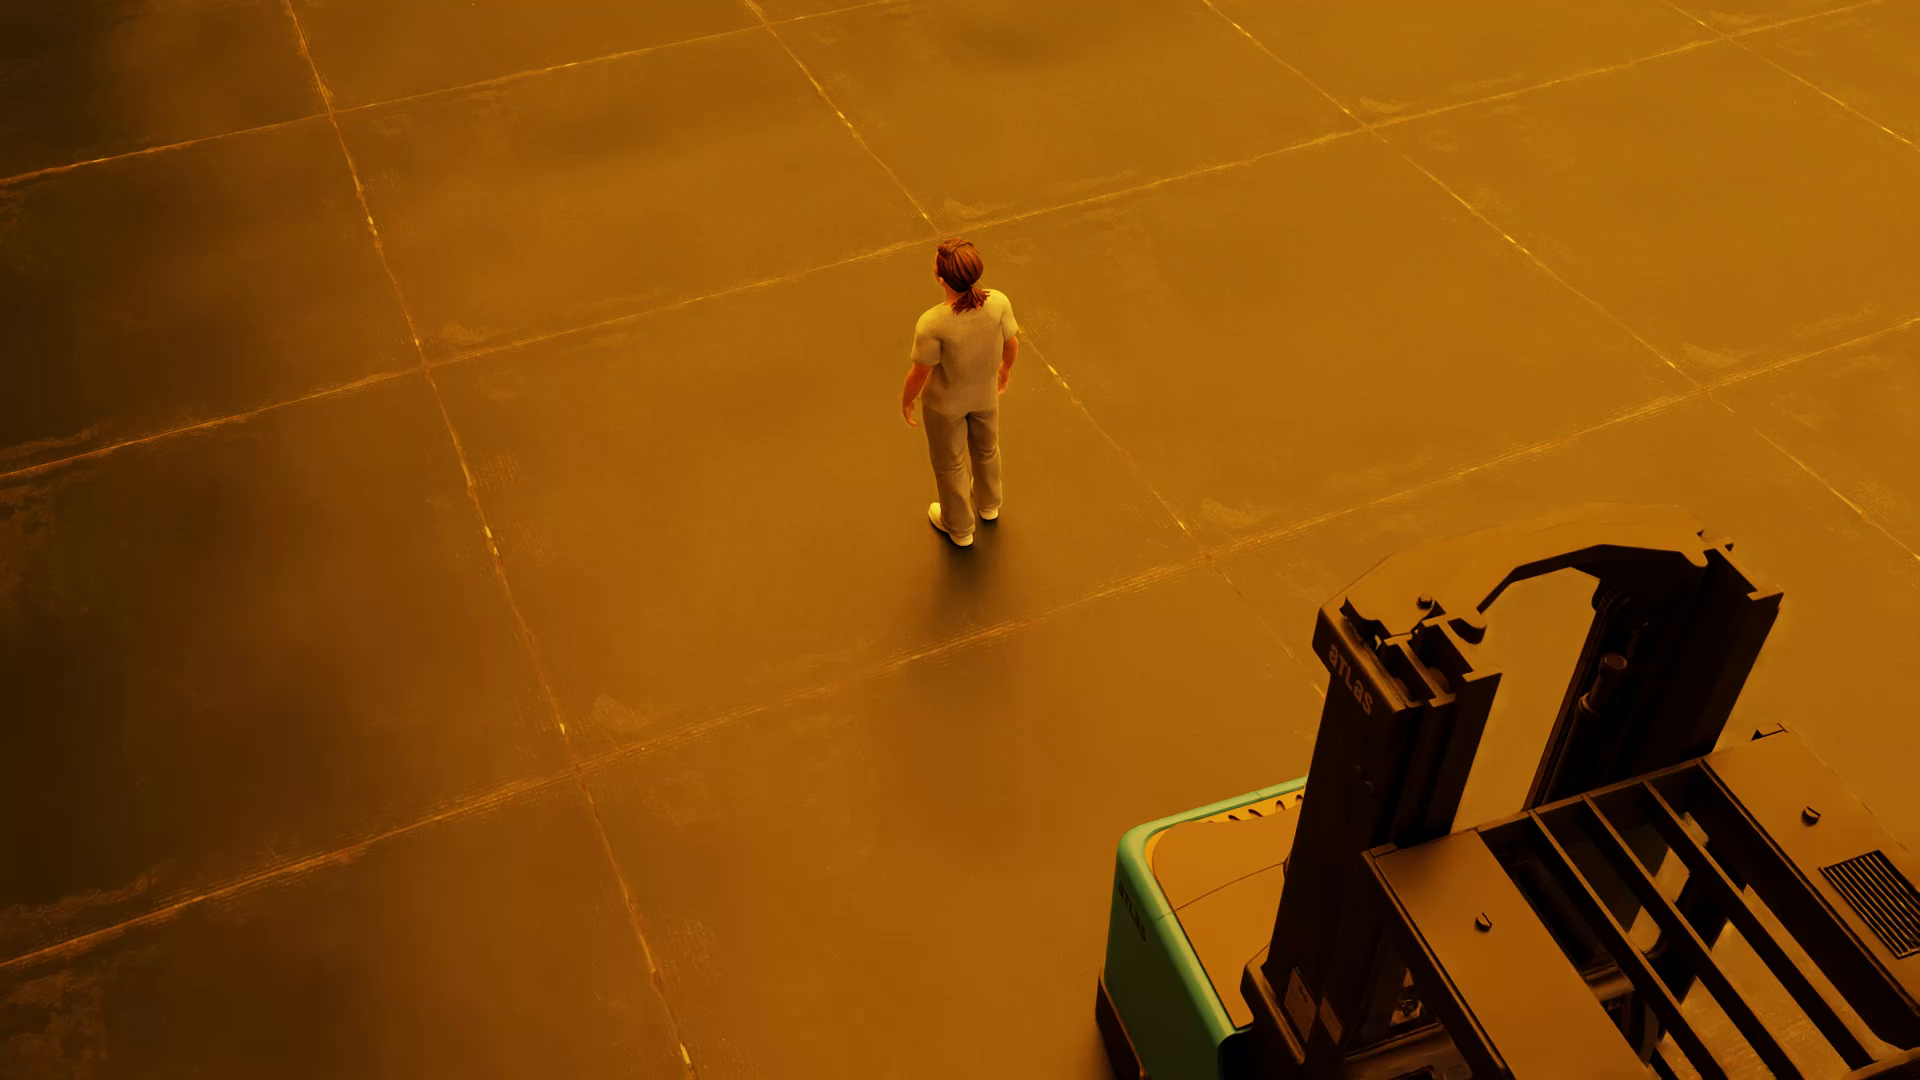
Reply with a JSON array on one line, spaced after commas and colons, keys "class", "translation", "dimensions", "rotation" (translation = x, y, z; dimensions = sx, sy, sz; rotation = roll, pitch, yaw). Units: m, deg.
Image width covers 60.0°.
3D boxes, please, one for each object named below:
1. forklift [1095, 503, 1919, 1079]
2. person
[{"class": "forklift", "translation": [1.451, 1.477, 4.097], "dimensions": [1.130, 2.935, 3.031], "rotation": [-14, 45, -14]}, {"class": "person", "translation": [-0.019, -0.664, 7.309], "dimensions": [0.549, 1.663, 0.548], "rotation": [-18, 46, -18]}]
